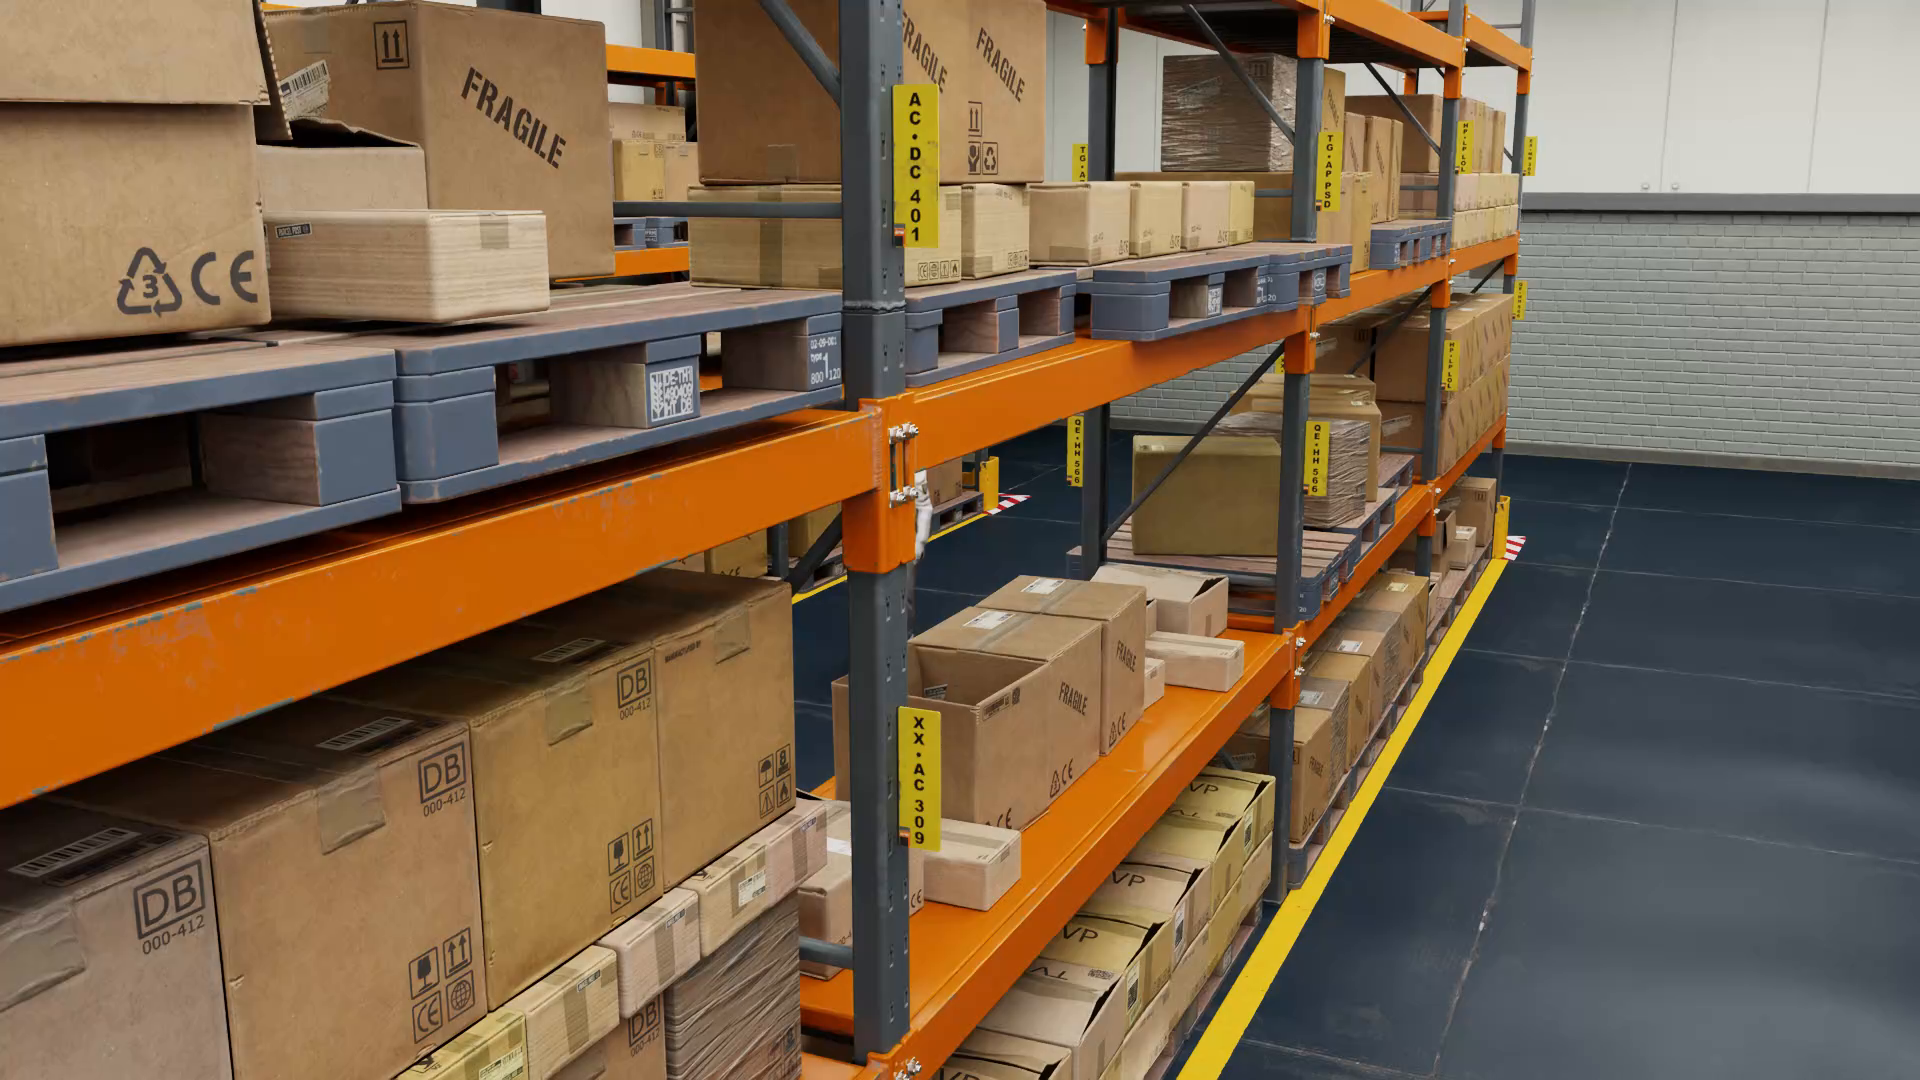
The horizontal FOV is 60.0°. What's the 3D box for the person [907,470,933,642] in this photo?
[{"bbox_3d":[-0.454,0.015,11.390,0.514,1.664,0.412,5,13,22],"label":"person"}]
